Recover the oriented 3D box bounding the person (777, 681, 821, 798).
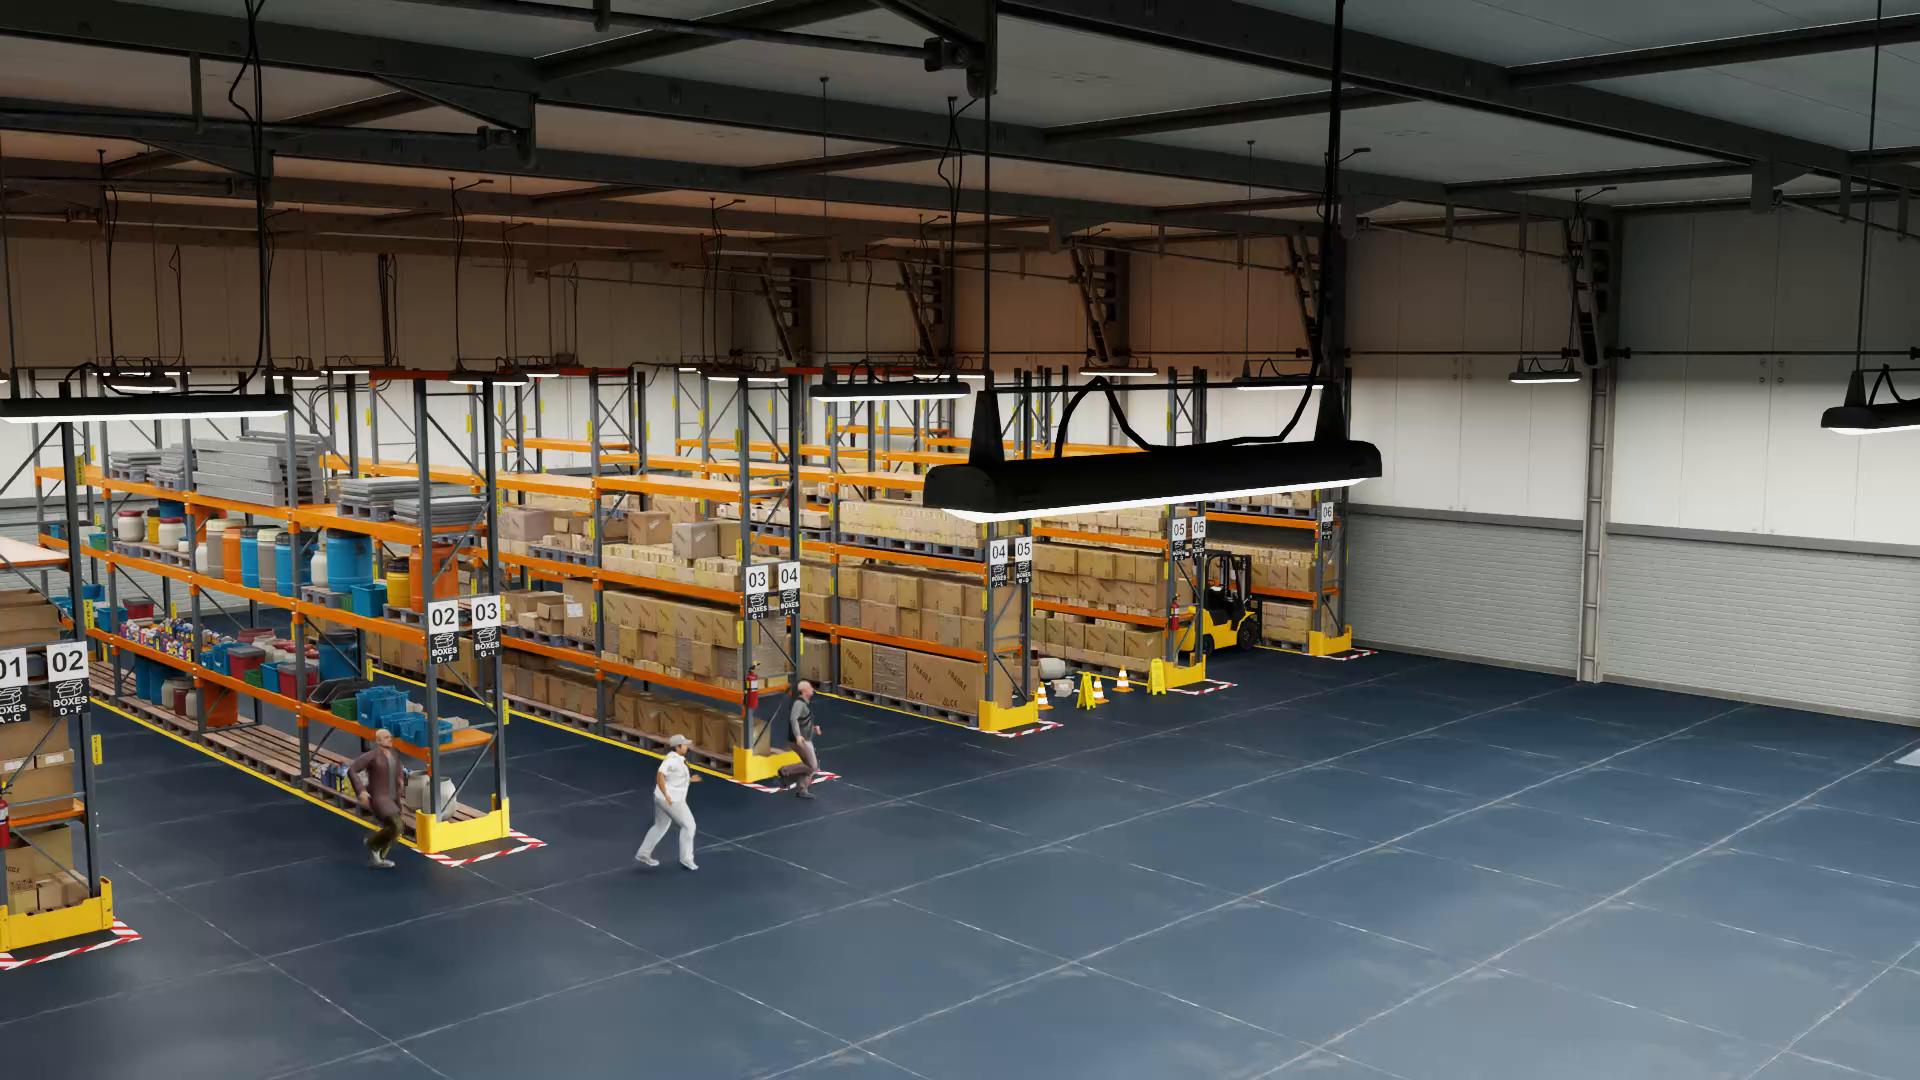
[{"bbox_3d":[-2.285,2.848,23.613,0.622,1.684,0.676,0,6,-4],"label":"person"}]

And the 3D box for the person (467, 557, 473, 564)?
[{"bbox_3d":[-11.242,1.215,38.284,0.576,1.650,0.711,-4,8,-35],"label":"person"}]

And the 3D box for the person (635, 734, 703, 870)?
[{"bbox_3d":[-3.542,3.236,20.390,0.825,1.723,0.538,-3,7,-22],"label":"person"}]

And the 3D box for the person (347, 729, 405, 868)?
[{"bbox_3d":[-7.062,3.174,20.397,0.587,1.717,0.691,2,7,14],"label":"person"}]
